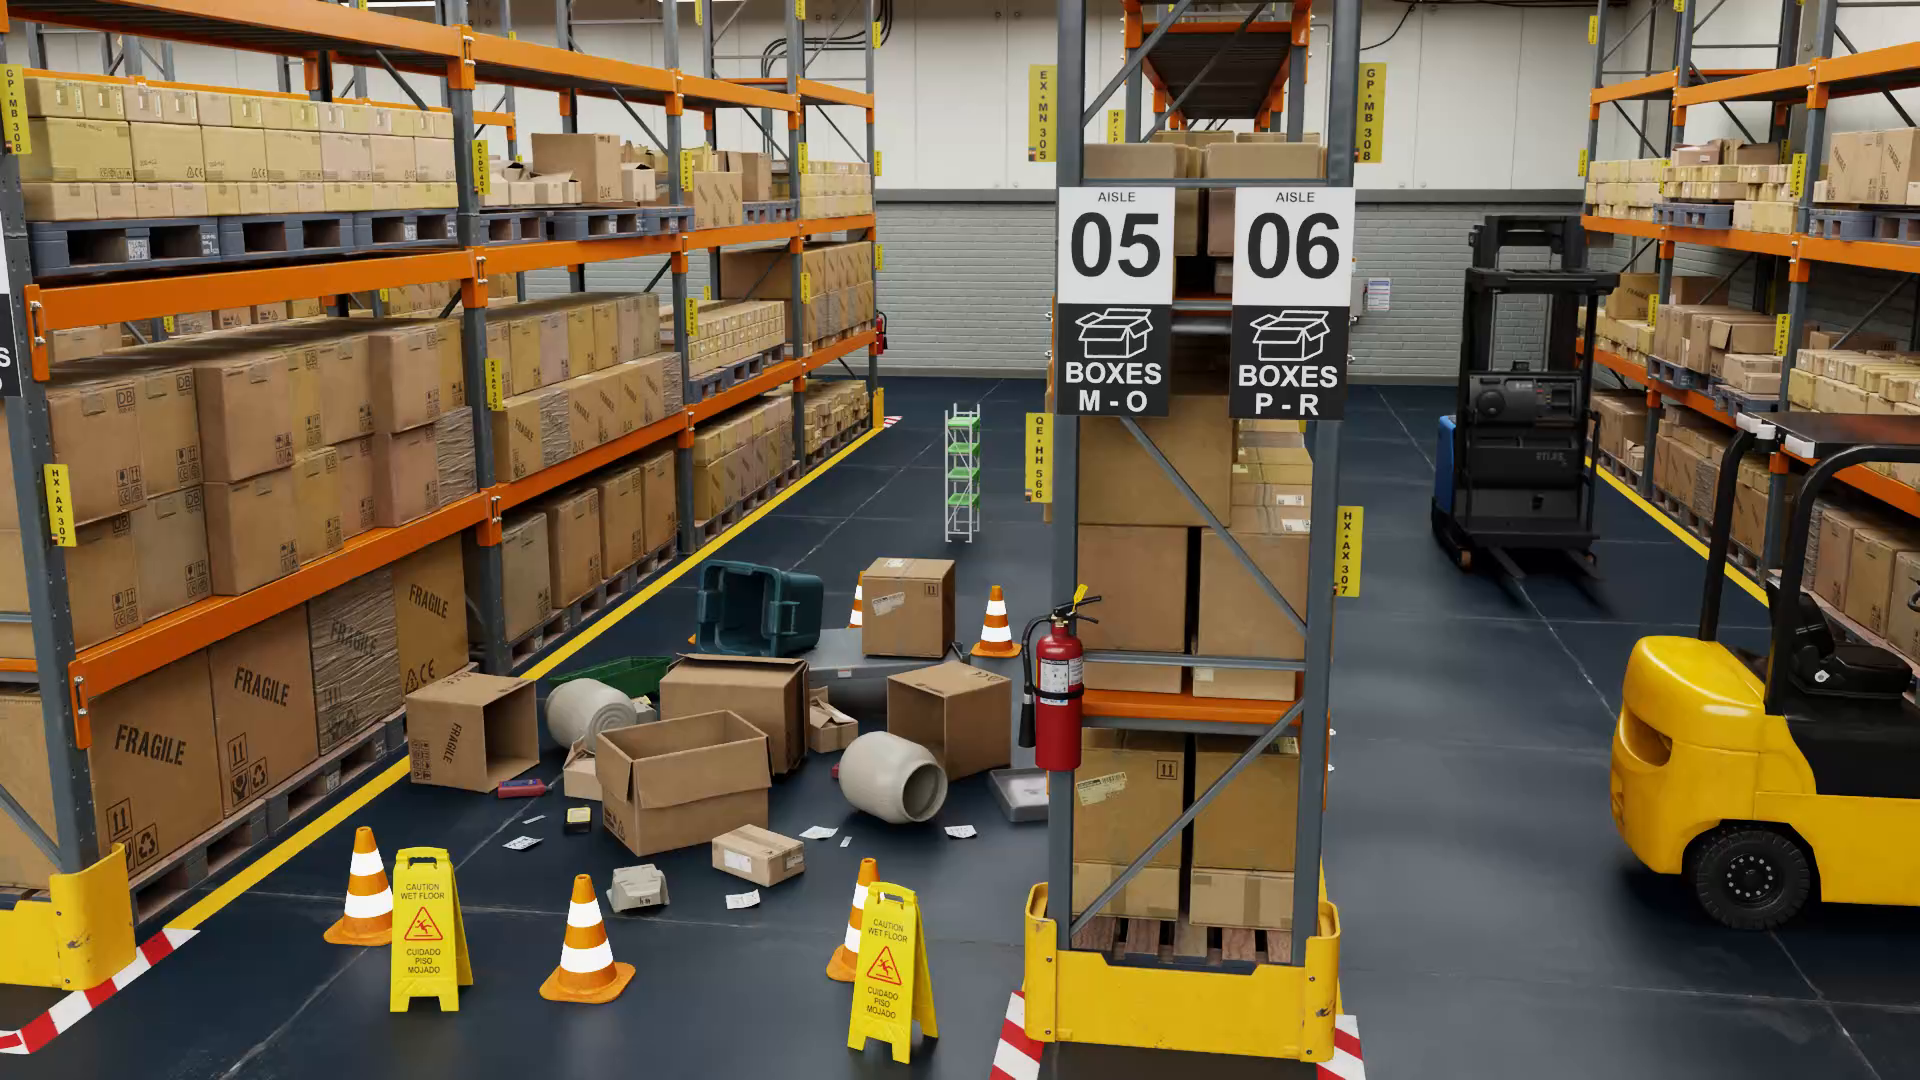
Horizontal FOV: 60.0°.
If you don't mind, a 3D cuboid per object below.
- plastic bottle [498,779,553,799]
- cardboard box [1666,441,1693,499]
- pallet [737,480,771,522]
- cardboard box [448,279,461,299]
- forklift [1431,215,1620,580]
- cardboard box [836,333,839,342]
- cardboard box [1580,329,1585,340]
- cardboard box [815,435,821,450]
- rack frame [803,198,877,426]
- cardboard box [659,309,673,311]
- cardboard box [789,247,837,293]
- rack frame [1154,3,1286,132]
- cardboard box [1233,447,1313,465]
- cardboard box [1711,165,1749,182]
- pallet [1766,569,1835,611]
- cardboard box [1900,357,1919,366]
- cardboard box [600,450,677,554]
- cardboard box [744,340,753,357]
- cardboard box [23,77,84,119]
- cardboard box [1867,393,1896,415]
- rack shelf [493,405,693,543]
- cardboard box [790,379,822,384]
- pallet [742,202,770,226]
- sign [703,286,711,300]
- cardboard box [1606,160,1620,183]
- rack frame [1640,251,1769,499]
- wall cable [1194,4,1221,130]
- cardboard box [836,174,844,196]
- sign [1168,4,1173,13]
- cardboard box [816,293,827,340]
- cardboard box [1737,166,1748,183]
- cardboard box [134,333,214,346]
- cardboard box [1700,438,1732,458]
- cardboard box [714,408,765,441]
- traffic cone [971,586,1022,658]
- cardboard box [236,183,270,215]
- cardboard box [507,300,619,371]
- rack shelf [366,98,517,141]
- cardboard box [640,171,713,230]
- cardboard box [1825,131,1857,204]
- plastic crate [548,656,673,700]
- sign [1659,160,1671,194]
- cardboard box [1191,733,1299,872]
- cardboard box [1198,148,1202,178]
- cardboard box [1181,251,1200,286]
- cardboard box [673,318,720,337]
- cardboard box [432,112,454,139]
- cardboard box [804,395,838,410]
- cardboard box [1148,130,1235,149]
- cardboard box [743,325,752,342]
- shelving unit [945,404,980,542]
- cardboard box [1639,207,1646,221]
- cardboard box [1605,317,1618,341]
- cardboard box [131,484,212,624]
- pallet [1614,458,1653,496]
[{"bbox_3d":[-2.330,1.332,8.925,0.283,0.061,0.133,-2,12,-11],"label":"plastic bottle"},{"bbox_3d":[7.214,-0.670,16.177,0.500,0.500,0.500,2,12,8],"label":"cardboard box"},{"bbox_3d":[-2.532,-0.411,16.656,1.003,0.211,1.213,2,12,9],"label":"pallet"},{"bbox_3d":[-6.916,-3.449,22.003,0.500,0.500,0.500,2,12,7],"label":"cardboard box"},{"bbox_3d":[4.811,-1.236,14.026,1.130,2.935,3.031,1,12,7],"label":"forklift"},{"bbox_3d":[-1.694,-2.503,20.339,0.380,0.149,0.250,2,12,10],"label":"cardboard box"},{"bbox_3d":[7.877,-2.542,20.521,0.380,0.149,0.250,2,12,8],"label":"cardboard box"},{"bbox_3d":[-1.814,-1.123,19.113,0.380,0.149,0.250,2,12,10],"label":"cardboard box"},{"bbox_3d":[-1.614,-3.024,22.160,1.000,3.000,0.127,2,12,9],"label":"rack frame"},{"bbox_3d":[-2.942,-2.228,16.655,0.380,0.149,0.250,2,12,11],"label":"cardboard box"},{"bbox_3d":[-1.746,-3.172,19.533,0.500,0.500,0.500,2,12,10],"label":"cardboard box"},{"bbox_3d":[2.063,-4.152,13.154,1.000,3.000,0.127,2,12,9],"label":"rack frame"},{"bbox_3d":[1.403,-0.158,7.918,0.500,0.500,0.500,2,12,7],"label":"cardboard box"},{"bbox_3d":[6.925,-3.264,14.812,0.380,0.149,0.250,2,12,9],"label":"cardboard box"},{"bbox_3d":[6.803,0.474,12.548,1.003,0.211,1.213,2,12,9],"label":"pallet"},{"bbox_3d":[7.088,-1.241,12.109,0.380,0.149,0.250,2,12,9],"label":"cardboard box"},{"bbox_3d":[-3.026,-0.340,14.051,1.050,0.750,0.750,2,12,8],"label":"cardboard box"},{"bbox_3d":[-2.291,-1.913,16.606,0.380,0.149,0.250,2,12,11],"label":"cardboard box"},{"bbox_3d":[-3.708,-1.740,6.551,0.380,0.149,0.250,2,12,9],"label":"cardboard box"},{"bbox_3d":[6.428,-0.826,11.131,0.500,0.250,0.500,2,12,9],"label":"cardboard box"},{"bbox_3d":[-3.151,-0.590,12.576,1.077,0.370,4.000,2,12,9],"label":"rack shelf"},{"bbox_3d":[-2.030,-2.028,21.898,0.380,0.149,0.250,1,12,6],"label":"cardboard box"},{"bbox_3d":[-2.585,-3.224,16.417,1.213,0.211,1.003,2,12,9],"label":"pallet"},{"bbox_3d":[-2.766,-2.630,18.279,0.100,0.325,0.005,2,12,9],"label":"sign"},{"bbox_3d":[7.721,-4.212,19.020,0.500,0.250,0.500,2,12,8],"label":"cardboard box"},{"bbox_3d":[7.583,-1.892,16.907,1.000,3.000,0.127,2,12,9],"label":"rack frame"},{"bbox_3d":[3.890,-7.010,26.418,0.463,3.000,0.029,2,12,9],"label":"wall cable"},{"bbox_3d":[-1.681,-4.239,19.850,0.500,0.250,0.500,1,12,6],"label":"cardboard box"},{"bbox_3d":[2.133,-5.541,17.010,0.100,0.325,0.005,2,12,9],"label":"sign"},{"bbox_3d":[-1.834,-2.583,19.174,0.500,0.500,0.500,2,12,9],"label":"cardboard box"},{"bbox_3d":[6.928,-3.143,14.299,0.380,0.149,0.250,2,12,9],"label":"cardboard box"},{"bbox_3d":[-7.386,-1.681,15.694,0.500,0.500,0.500,2,12,10],"label":"cardboard box"},{"bbox_3d":[7.126,-0.852,15.480,0.380,0.149,0.250,2,12,11],"label":"cardboard box"},{"bbox_3d":[-2.253,-1.161,16.672,0.500,0.250,0.500,1,12,6],"label":"cardboard box"},{"bbox_3d":[0.255,0.550,11.598,0.336,0.463,0.334,2,12,9],"label":"traffic cone"},{"bbox_3d":[-3.511,-1.614,7.863,0.380,0.149,0.250,2,12,8],"label":"cardboard box"},{"bbox_3d":[-3.076,-1.591,12.900,0.700,0.500,0.500,2,12,8],"label":"cardboard box"},{"bbox_3d":[-6.806,-5.174,20.557,1.077,0.370,4.000,2,12,9],"label":"rack shelf"},{"bbox_3d":[-2.493,-2.984,14.617,0.500,0.500,0.500,2,12,9],"label":"cardboard box"},{"bbox_3d":[6.616,-2.685,11.999,0.500,0.500,0.500,2,12,9],"label":"cardboard box"},{"bbox_3d":[-2.191,0.900,10.494,0.450,0.188,0.662,-3,8,40],"label":"plastic crate"},{"bbox_3d":[7.046,-3.627,16.611,0.100,0.325,0.005,2,12,9],"label":"sign"},{"bbox_3d":[1.233,1.055,6.985,0.500,0.500,0.500,1,12,7],"label":"cardboard box"},{"bbox_3d":[0.826,-1.575,7.021,0.380,0.149,0.250,2,12,9],"label":"cardboard box"},{"bbox_3d":[0.796,-1.138,6.887,0.380,0.149,0.250,2,12,9],"label":"cardboard box"},{"bbox_3d":[-2.459,-1.984,15.521,0.380,0.149,0.250,1,12,6],"label":"cardboard box"},{"bbox_3d":[-3.200,-2.427,9.739,0.380,0.149,0.250,2,12,8],"label":"cardboard box"},{"bbox_3d":[-1.705,-1.683,20.297,0.380,0.149,0.250,2,12,9],"label":"cardboard box"},{"bbox_3d":[1.411,-2.354,10.104,0.500,0.250,0.500,2,12,10],"label":"cardboard box"},{"bbox_3d":[-2.294,-2.055,16.559,0.380,0.149,0.250,2,12,9],"label":"cardboard box"},{"bbox_3d":[0.025,-0.621,15.283,0.258,1.200,0.503,2,12,9],"label":"shelving unit"},{"bbox_3d":[7.479,-3.477,17.740,0.380,0.149,0.250,2,12,8],"label":"cardboard box"},{"bbox_3d":[7.653,-2.393,18.883,0.500,0.250,0.500,2,12,7],"label":"cardboard box"},{"bbox_3d":[-3.999,0.040,7.589,0.875,0.550,0.550,2,12,9],"label":"cardboard box"},{"bbox_3d":[7.690,-0.671,17.864,1.003,0.211,1.213,2,12,9],"label":"pallet"}]
